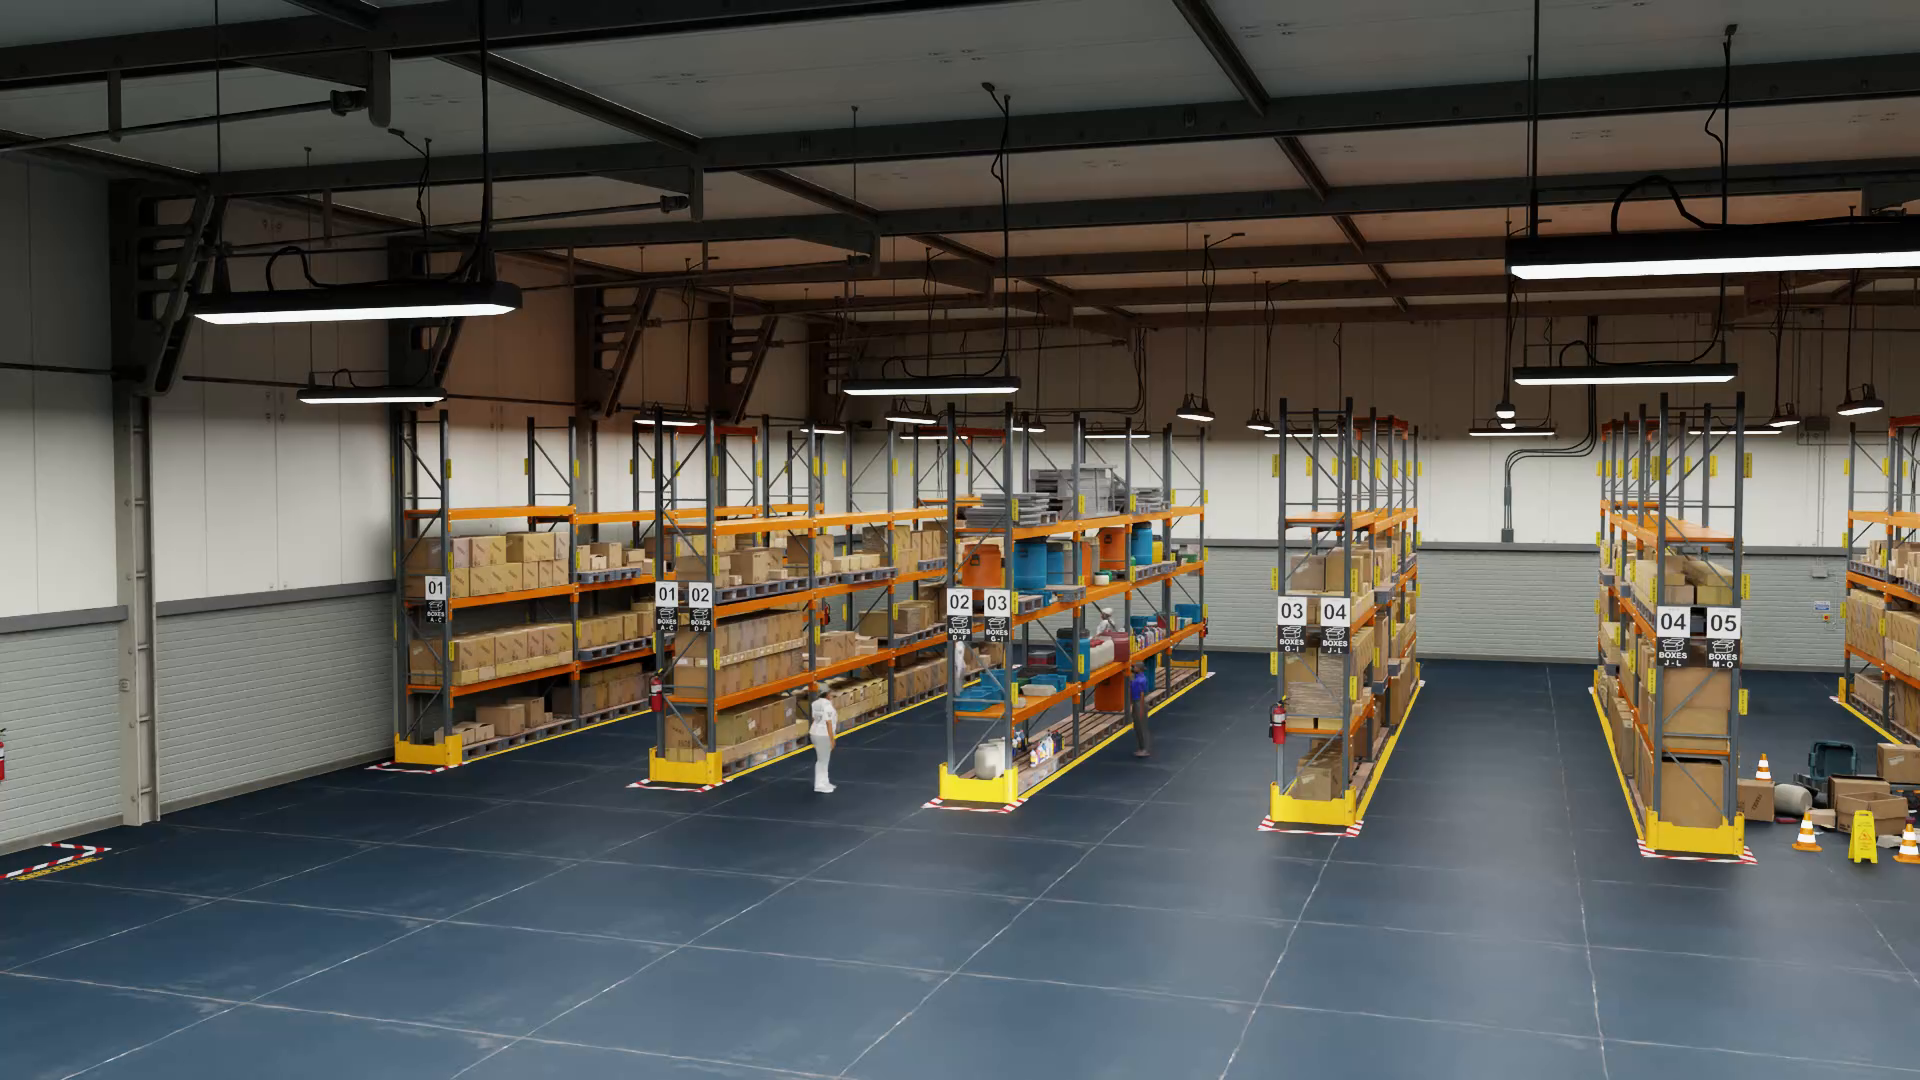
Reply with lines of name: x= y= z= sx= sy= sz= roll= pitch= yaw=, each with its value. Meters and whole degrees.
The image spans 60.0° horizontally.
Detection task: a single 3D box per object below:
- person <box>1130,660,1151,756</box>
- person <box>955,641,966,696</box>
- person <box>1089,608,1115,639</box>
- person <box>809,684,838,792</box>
person: x=3.147 y=2.941 z=28.952 sx=0.343 sy=1.697 sz=0.546 roll=0 pitch=2 yaw=-5
person: x=-0.042 y=2.693 z=34.287 sx=0.339 sy=1.706 sz=0.514 roll=0 pitch=2 yaw=4
person: x=3.377 y=2.504 z=38.997 sx=0.674 sy=1.840 sz=0.736 roll=2 pitch=3 yaw=42
person: x=-2.082 y=3.078 z=25.846 sx=0.486 sy=1.683 sz=0.560 roll=-1 pitch=3 yaw=-24
